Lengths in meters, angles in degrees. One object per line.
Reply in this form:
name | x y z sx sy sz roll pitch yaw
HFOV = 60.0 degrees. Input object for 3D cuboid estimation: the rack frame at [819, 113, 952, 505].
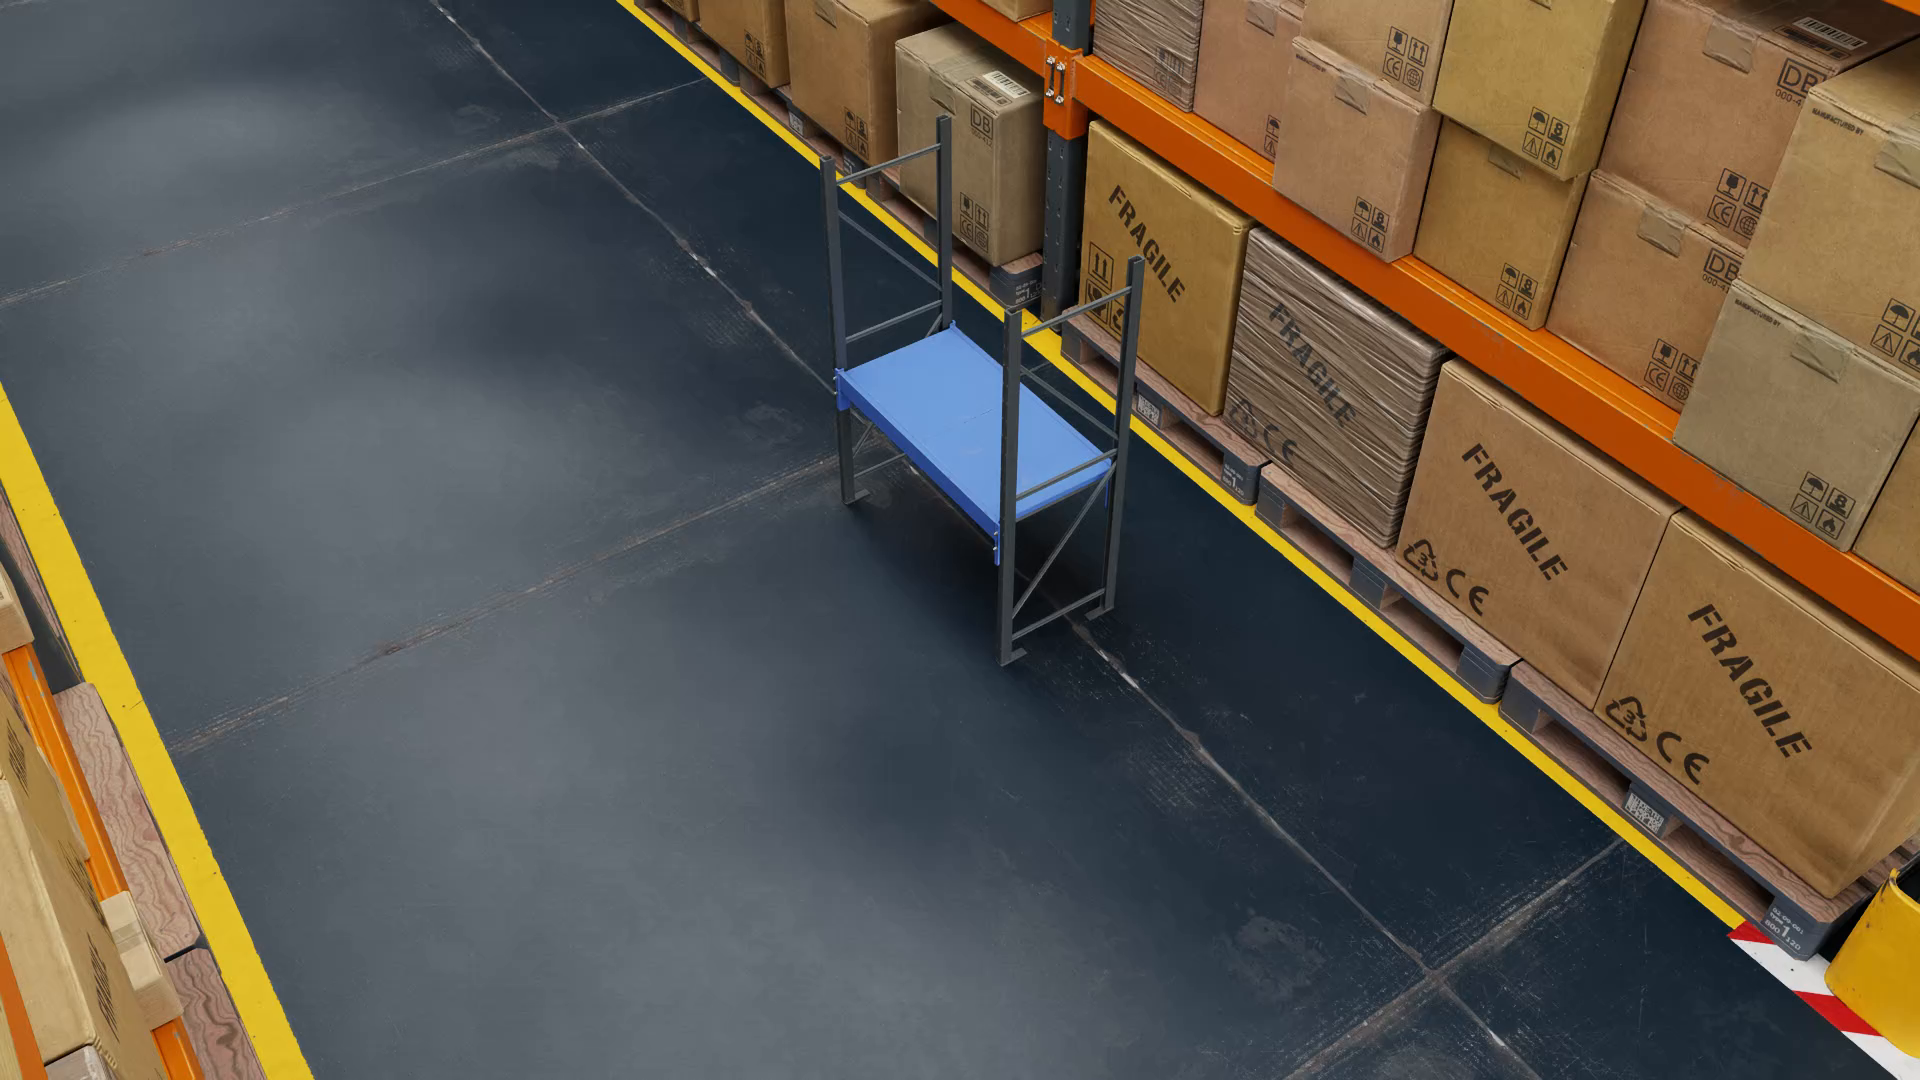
rack frame | -0.242 -0.782 5.983 0.500 1.500 0.032 -26 49 -24

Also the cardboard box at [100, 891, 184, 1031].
cardboard box | -1.792 0.911 3.306 0.380 0.149 0.250 -26 49 -24

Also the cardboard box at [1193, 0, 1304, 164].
cardboard box | 1.346 -1.752 5.804 0.875 0.550 0.550 -26 49 -24

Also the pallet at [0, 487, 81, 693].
pallet | -3.781 0.266 5.818 1.003 0.211 1.213 -26 49 -24

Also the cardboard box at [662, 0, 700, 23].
cardboard box | -1.222 -3.427 8.993 1.050 0.750 0.750 -26 50 -25

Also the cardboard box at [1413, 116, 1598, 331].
cardboard box | 1.944 -1.139 5.162 0.875 0.550 0.500 -26 49 -24

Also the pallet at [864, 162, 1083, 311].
pallet | 0.289 -1.603 7.776 1.003 0.211 1.213 -26 49 -24

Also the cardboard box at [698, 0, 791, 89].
cardboard box | -0.719 -2.933 8.476 1.050 0.750 0.750 -25 49 -24

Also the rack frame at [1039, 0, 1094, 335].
rack frame | 0.792 -2.204 6.387 1.000 3.000 0.127 -26 49 -24

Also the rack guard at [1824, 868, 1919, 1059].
rack guard | 3.094 0.979 4.862 1.175 0.500 0.348 -26 49 -24

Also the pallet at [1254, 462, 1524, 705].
pallet | 1.865 -0.042 6.141 1.003 0.211 1.213 -26 49 -24

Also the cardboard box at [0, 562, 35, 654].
cardboard box | -2.506 0.203 4.047 0.380 0.149 0.250 -26 49 -24

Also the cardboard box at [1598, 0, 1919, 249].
cardboard box | 2.301 -1.255 4.502 0.875 0.550 0.550 -26 49 -24

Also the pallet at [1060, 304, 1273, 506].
pallet | 1.163 -0.734 6.866 1.003 0.211 1.213 -26 49 -24

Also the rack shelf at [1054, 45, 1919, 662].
rack shelf | 1.936 -0.811 5.448 1.077 0.370 4.000 -26 49 -24

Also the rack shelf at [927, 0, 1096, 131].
rack shelf | -0.352 -3.077 7.821 1.077 0.370 4.000 -26 49 -24

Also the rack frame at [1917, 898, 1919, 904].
rack frame | 3.080 0.061 4.013 1.000 3.000 0.127 -26 49 -24

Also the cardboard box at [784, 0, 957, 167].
cardboard box | -0.186 -2.406 7.923 1.050 0.750 0.750 -26 49 -24

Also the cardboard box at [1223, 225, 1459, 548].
cardboard box | 1.613 -0.695 6.040 0.875 0.875 0.875 -25 49 -24

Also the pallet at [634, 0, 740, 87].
pallet | -1.107 -2.985 9.224 1.003 0.211 1.213 -26 49 -24

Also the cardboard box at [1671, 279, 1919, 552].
cardboard box | 2.498 -0.488 4.480 0.875 0.550 0.550 -26 49 -24

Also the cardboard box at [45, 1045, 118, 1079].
cardboard box | -1.137 1.039 1.978 0.500 0.500 0.500 -26 49 -24

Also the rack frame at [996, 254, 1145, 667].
rack frame | 0.340 -0.206 5.380 0.500 1.500 0.032 -26 49 -24

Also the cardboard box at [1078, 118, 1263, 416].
cardboard box | 1.094 -1.204 6.573 0.875 0.875 0.875 -25 49 -24

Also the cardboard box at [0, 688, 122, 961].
cardboard box | -1.704 0.470 2.573 0.500 0.500 0.500 -26 49 -24

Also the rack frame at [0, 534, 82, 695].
rack frame | -3.334 -0.302 4.394 1.000 3.000 0.127 -26 49 -24

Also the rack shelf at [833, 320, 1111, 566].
rack shelf | 0.049 -0.364 5.806 0.538 0.185 1.000 -26 49 -24

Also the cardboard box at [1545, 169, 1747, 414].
cardboard box | 2.281 -0.855 4.865 0.875 0.550 0.550 -26 49 -24

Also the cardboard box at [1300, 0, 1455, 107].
cardboard box | 1.581 -1.801 5.073 0.875 0.550 0.550 -26 49 -24

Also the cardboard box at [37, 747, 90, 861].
cardboard box | -2.124 0.650 3.579 0.380 0.149 0.250 -26 49 -24

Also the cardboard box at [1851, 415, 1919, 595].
cardboard box | 2.831 -0.185 4.163 0.875 0.550 0.550 -26 49 -24

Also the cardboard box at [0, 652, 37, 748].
cardboard box | -1.995 0.190 2.867 0.500 0.500 0.500 -26 49 -24

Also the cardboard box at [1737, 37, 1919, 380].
cardboard box | 2.510 -0.884 4.113 0.875 0.550 0.550 -26 49 -24

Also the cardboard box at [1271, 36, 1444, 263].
cardboard box | 1.558 -1.399 5.435 0.875 0.550 0.550 -26 49 -24

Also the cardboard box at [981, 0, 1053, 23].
cardboard box | 0.274 -2.430 6.551 0.500 0.500 0.500 -26 49 -25

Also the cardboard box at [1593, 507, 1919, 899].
cardboard box | 2.638 0.320 4.977 0.875 0.875 0.875 -25 49 -24

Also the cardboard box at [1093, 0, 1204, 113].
cardboard box | 1.013 -2.054 6.121 0.875 0.550 0.550 -26 49 -24

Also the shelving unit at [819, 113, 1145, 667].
shelving unit | 0.049 -0.494 5.682 0.538 1.500 1.048 -26 49 -24

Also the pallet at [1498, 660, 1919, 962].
pallet | 2.559 0.648 5.418 1.003 0.211 1.213 -26 49 -24

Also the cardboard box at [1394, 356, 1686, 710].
cardboard box | 2.133 -0.177 5.498 0.875 0.875 0.875 -26 50 -25

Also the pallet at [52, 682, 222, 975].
pallet | -2.921 1.073 4.973 1.003 0.211 1.213 -26 49 -24

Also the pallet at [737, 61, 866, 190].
pallet | -0.413 -2.294 8.500 1.003 0.211 1.213 -26 49 -24

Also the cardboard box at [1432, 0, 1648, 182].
cardboard box | 1.891 -1.504 4.762 0.875 0.550 0.500 -26 49 -24

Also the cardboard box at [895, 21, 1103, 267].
cardboard box | 0.363 -1.858 7.349 1.050 0.750 0.750 -26 49 -25

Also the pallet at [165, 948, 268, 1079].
pallet | -2.219 1.765 4.249 1.003 0.211 1.213 -26 49 -24

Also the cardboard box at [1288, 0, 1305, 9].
cardboard box | 1.385 -2.161 5.451 0.875 0.550 0.550 -26 49 -24

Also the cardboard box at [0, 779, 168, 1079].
cardboard box | -1.417 0.753 2.277 0.500 0.500 0.500 -26 49 -24
